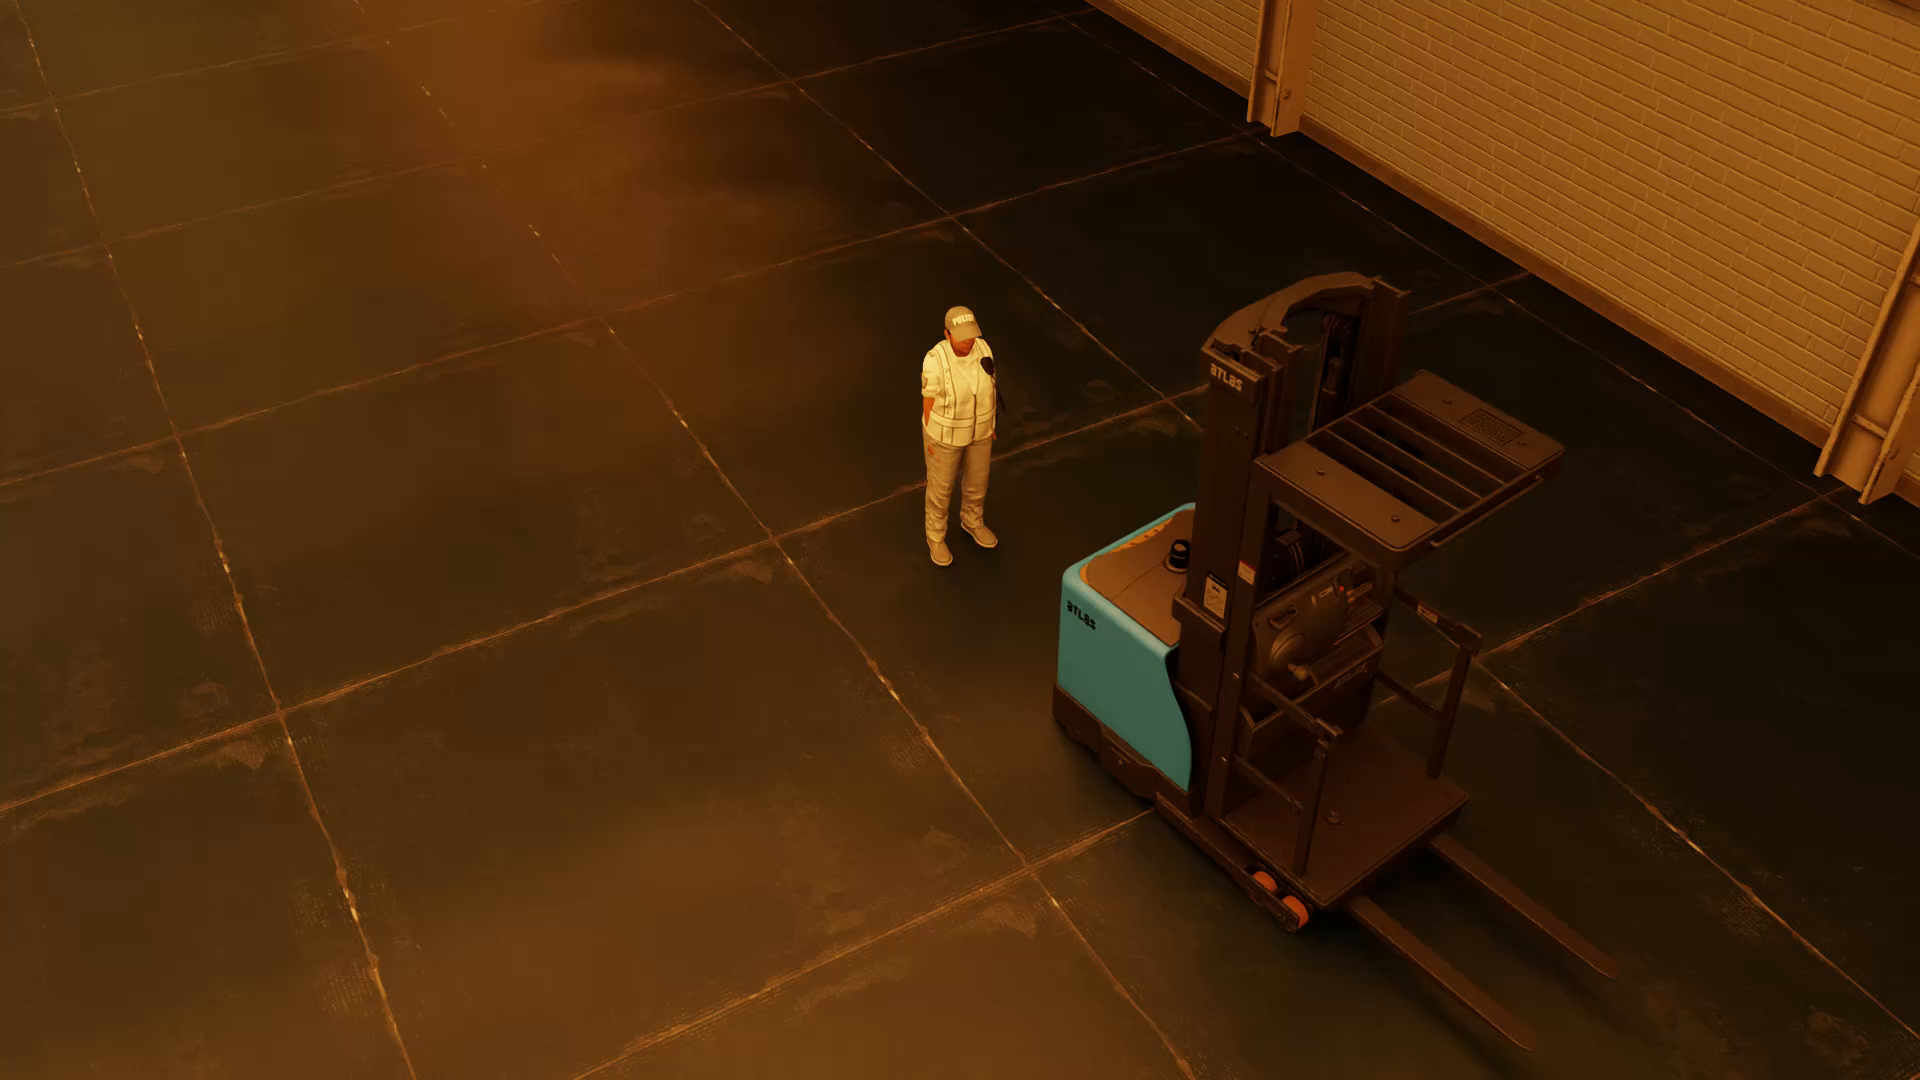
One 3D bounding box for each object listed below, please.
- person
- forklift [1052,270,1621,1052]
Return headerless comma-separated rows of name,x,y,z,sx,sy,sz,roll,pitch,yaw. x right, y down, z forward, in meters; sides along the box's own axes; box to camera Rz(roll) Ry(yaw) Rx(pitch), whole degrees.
person,-0.003,-0.634,9.798,0.483,1.668,0.394,-20,44,-23
forklift,1.817,0.397,7.558,1.130,2.935,3.031,-27,47,-29
